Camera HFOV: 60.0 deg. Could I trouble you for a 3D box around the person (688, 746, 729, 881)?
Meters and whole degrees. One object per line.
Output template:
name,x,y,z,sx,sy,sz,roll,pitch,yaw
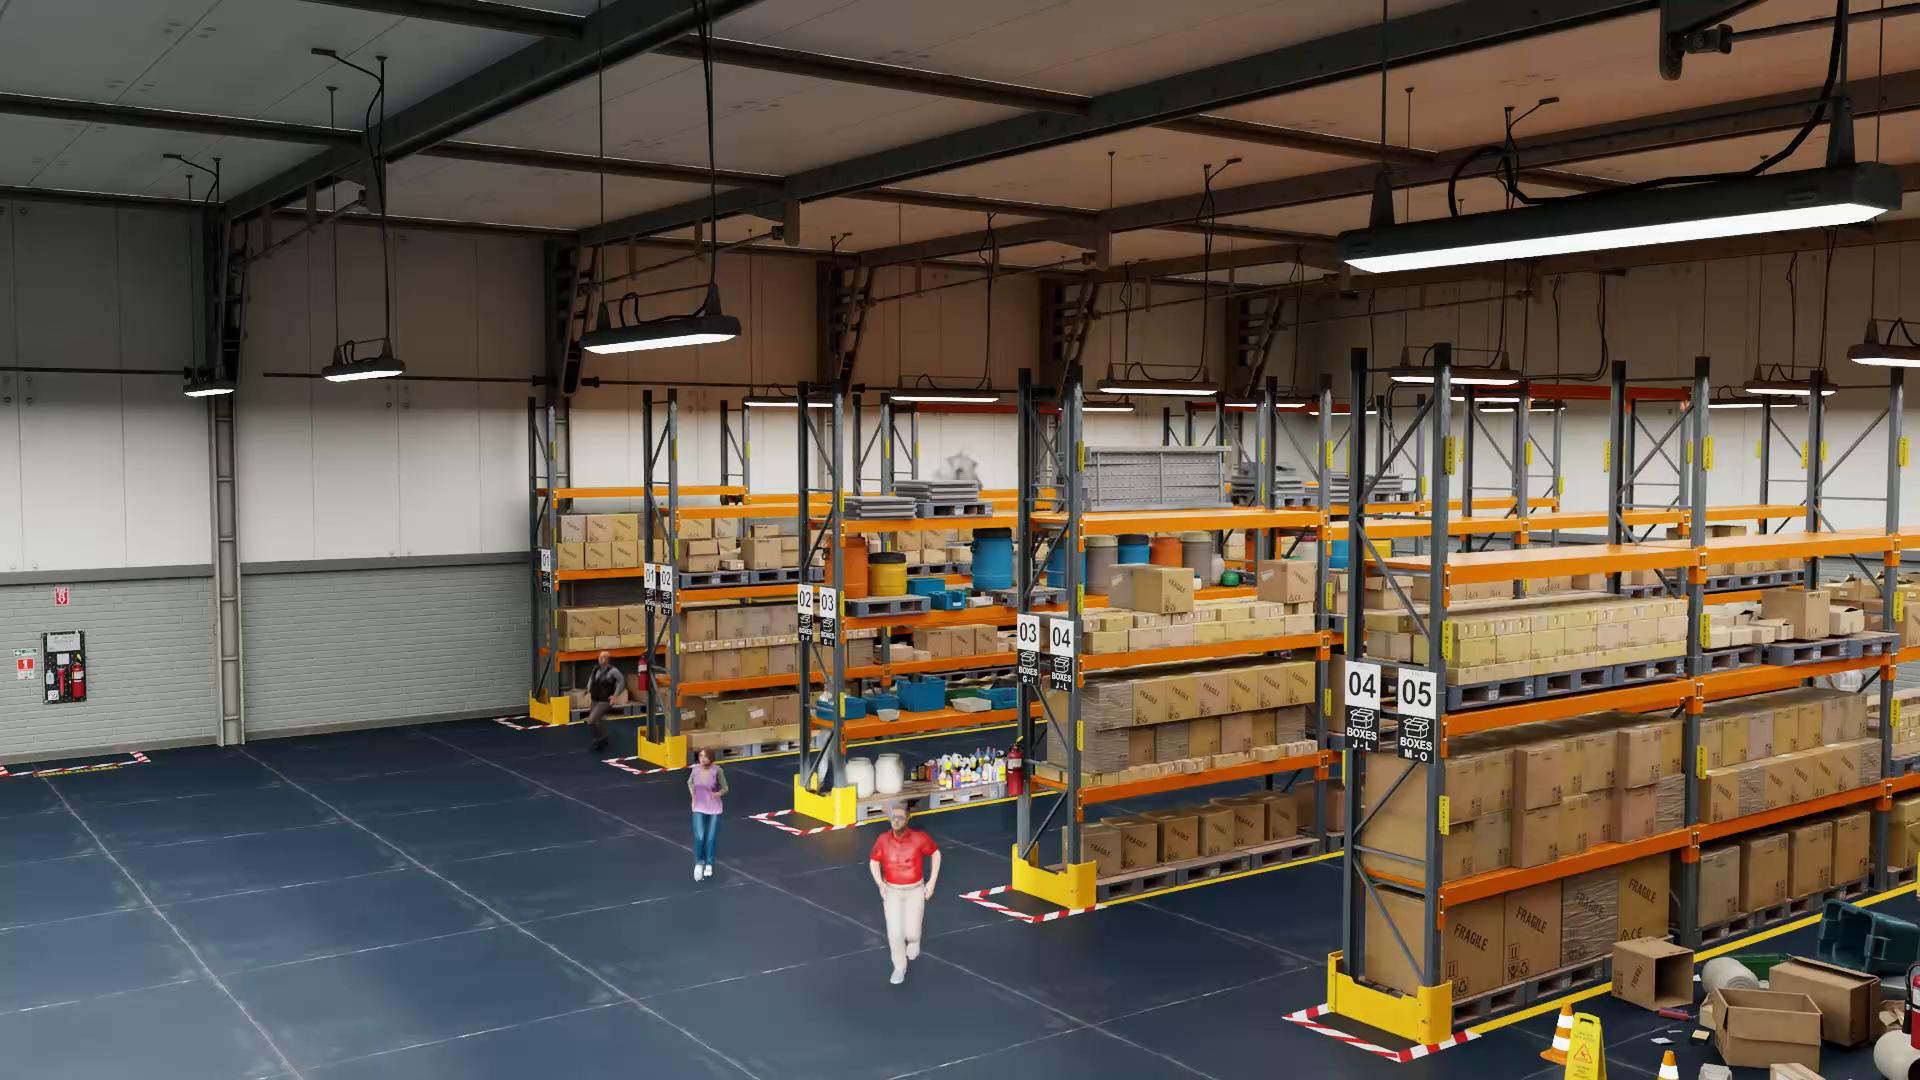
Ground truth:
person,-2.973,3.217,19.557,0.510,1.591,0.647,0,3,-1

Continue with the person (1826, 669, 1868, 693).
person,15.199,2.641,28.346,0.640,1.673,0.883,-1,3,-12

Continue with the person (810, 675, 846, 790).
person,-1.937,2.836,24.634,0.867,1.706,0.613,-3,4,-40

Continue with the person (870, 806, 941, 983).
person,-0.538,3.390,15.953,0.675,1.696,0.650,0,3,8

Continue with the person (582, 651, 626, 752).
person,-5.965,2.694,27.686,0.713,1.693,0.638,3,4,40
